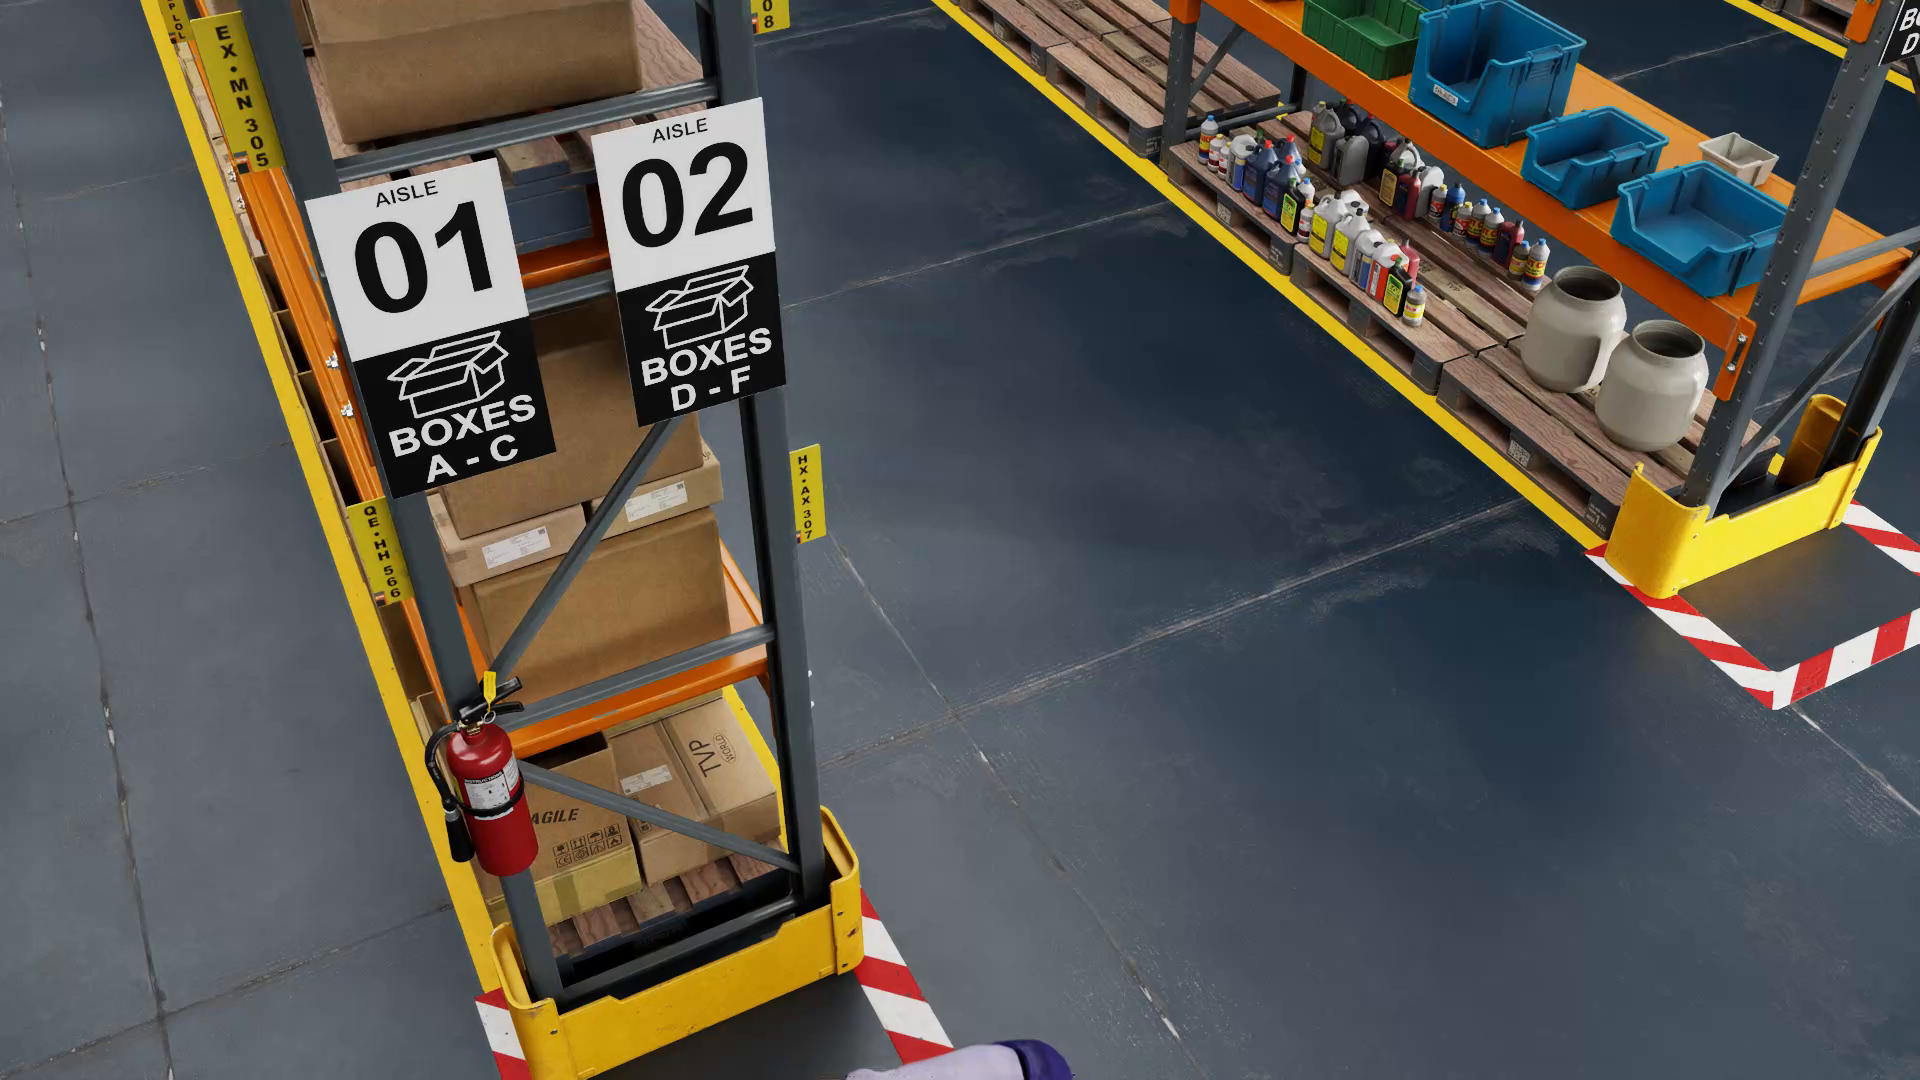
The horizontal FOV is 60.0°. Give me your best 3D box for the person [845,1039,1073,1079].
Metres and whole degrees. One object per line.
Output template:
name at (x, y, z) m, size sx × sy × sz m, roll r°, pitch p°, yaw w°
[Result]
person at (-0.103, 1.804, 4.839) m, size 0.901 × 0.743 × 0.511 m, roll -6°, pitch 42°, yaw -6°
